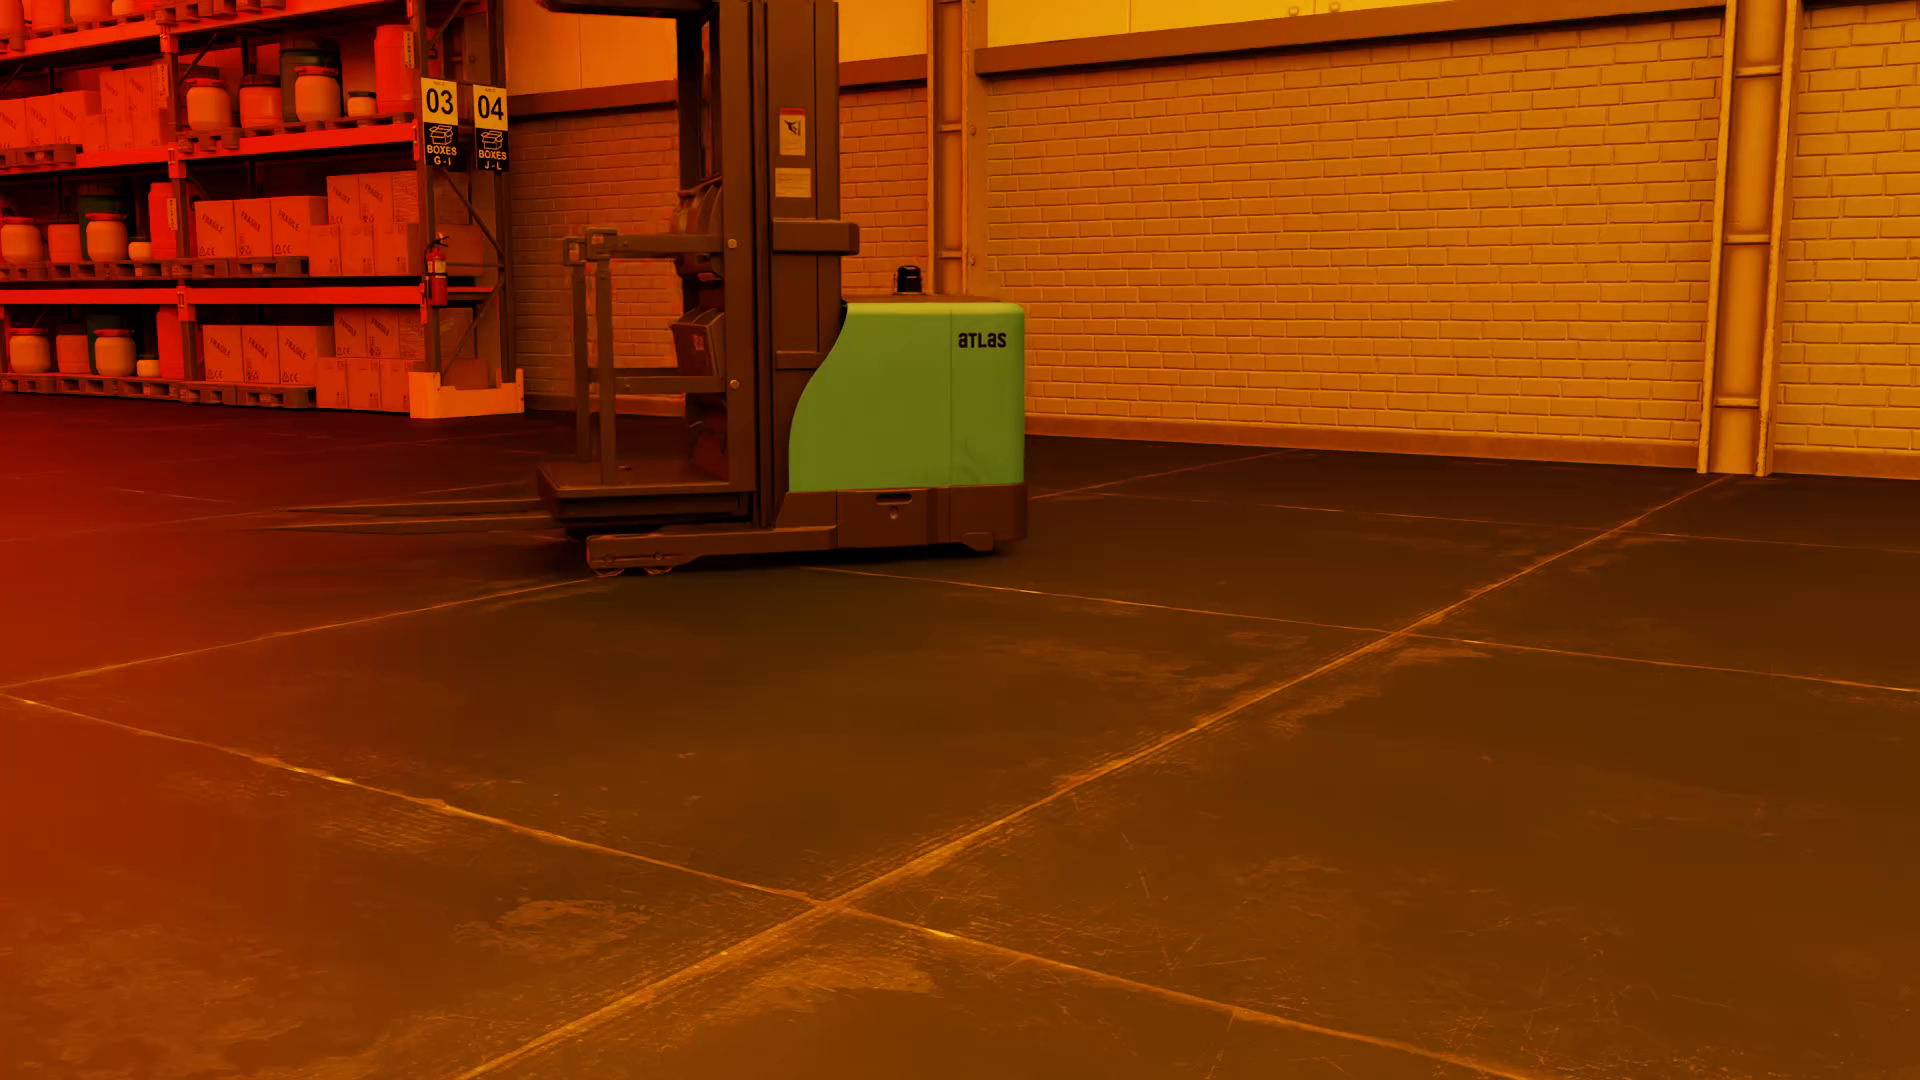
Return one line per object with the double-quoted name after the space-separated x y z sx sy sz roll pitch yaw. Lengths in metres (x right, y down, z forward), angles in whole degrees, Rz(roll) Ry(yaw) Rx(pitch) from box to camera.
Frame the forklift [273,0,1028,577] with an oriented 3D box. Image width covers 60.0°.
-1.284 -1.387 6.944 3.031 2.935 1.130 -3 9 -18 "forklift"
